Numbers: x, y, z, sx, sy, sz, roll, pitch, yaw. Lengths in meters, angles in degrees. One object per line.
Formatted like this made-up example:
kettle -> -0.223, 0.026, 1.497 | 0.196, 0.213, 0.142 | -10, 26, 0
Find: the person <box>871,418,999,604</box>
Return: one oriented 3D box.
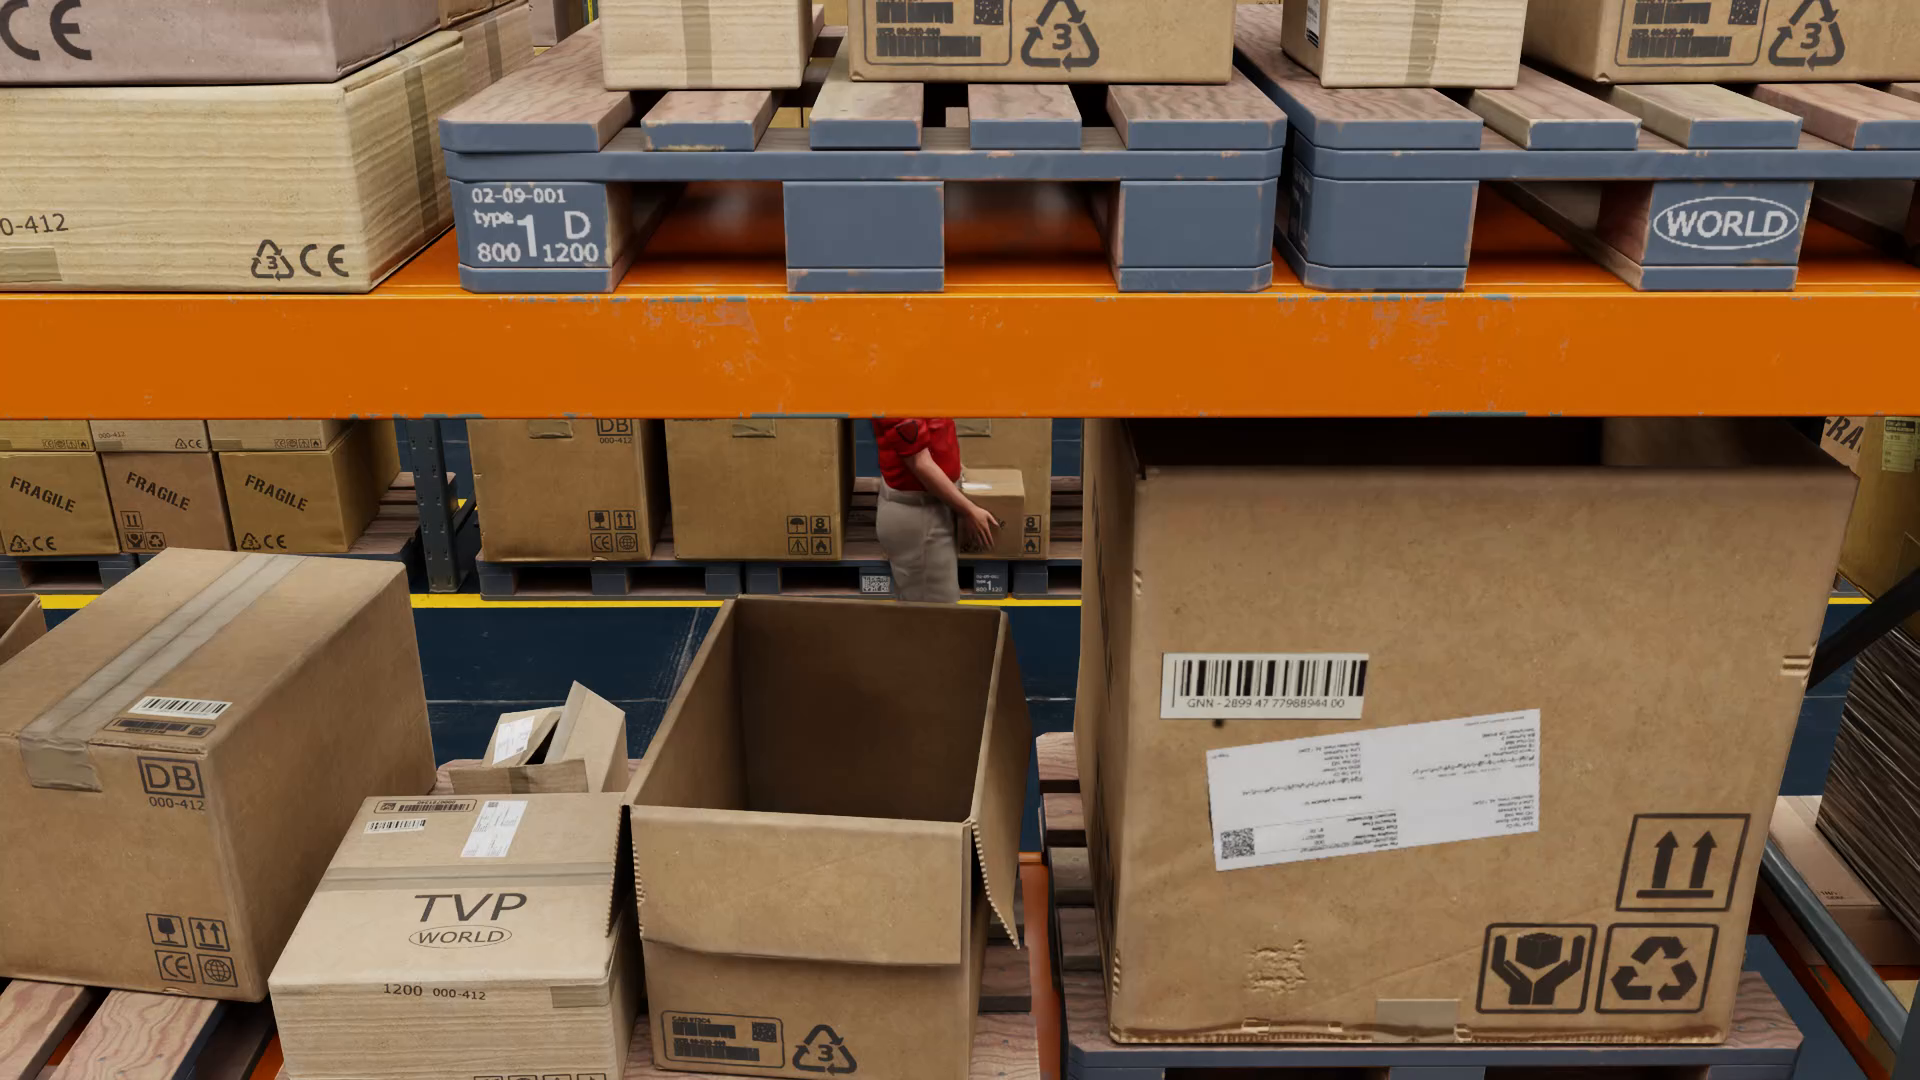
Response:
person -> -0.096, -0.088, 6.322 | 0.481, 1.724, 0.545 | 0, 24, 0
